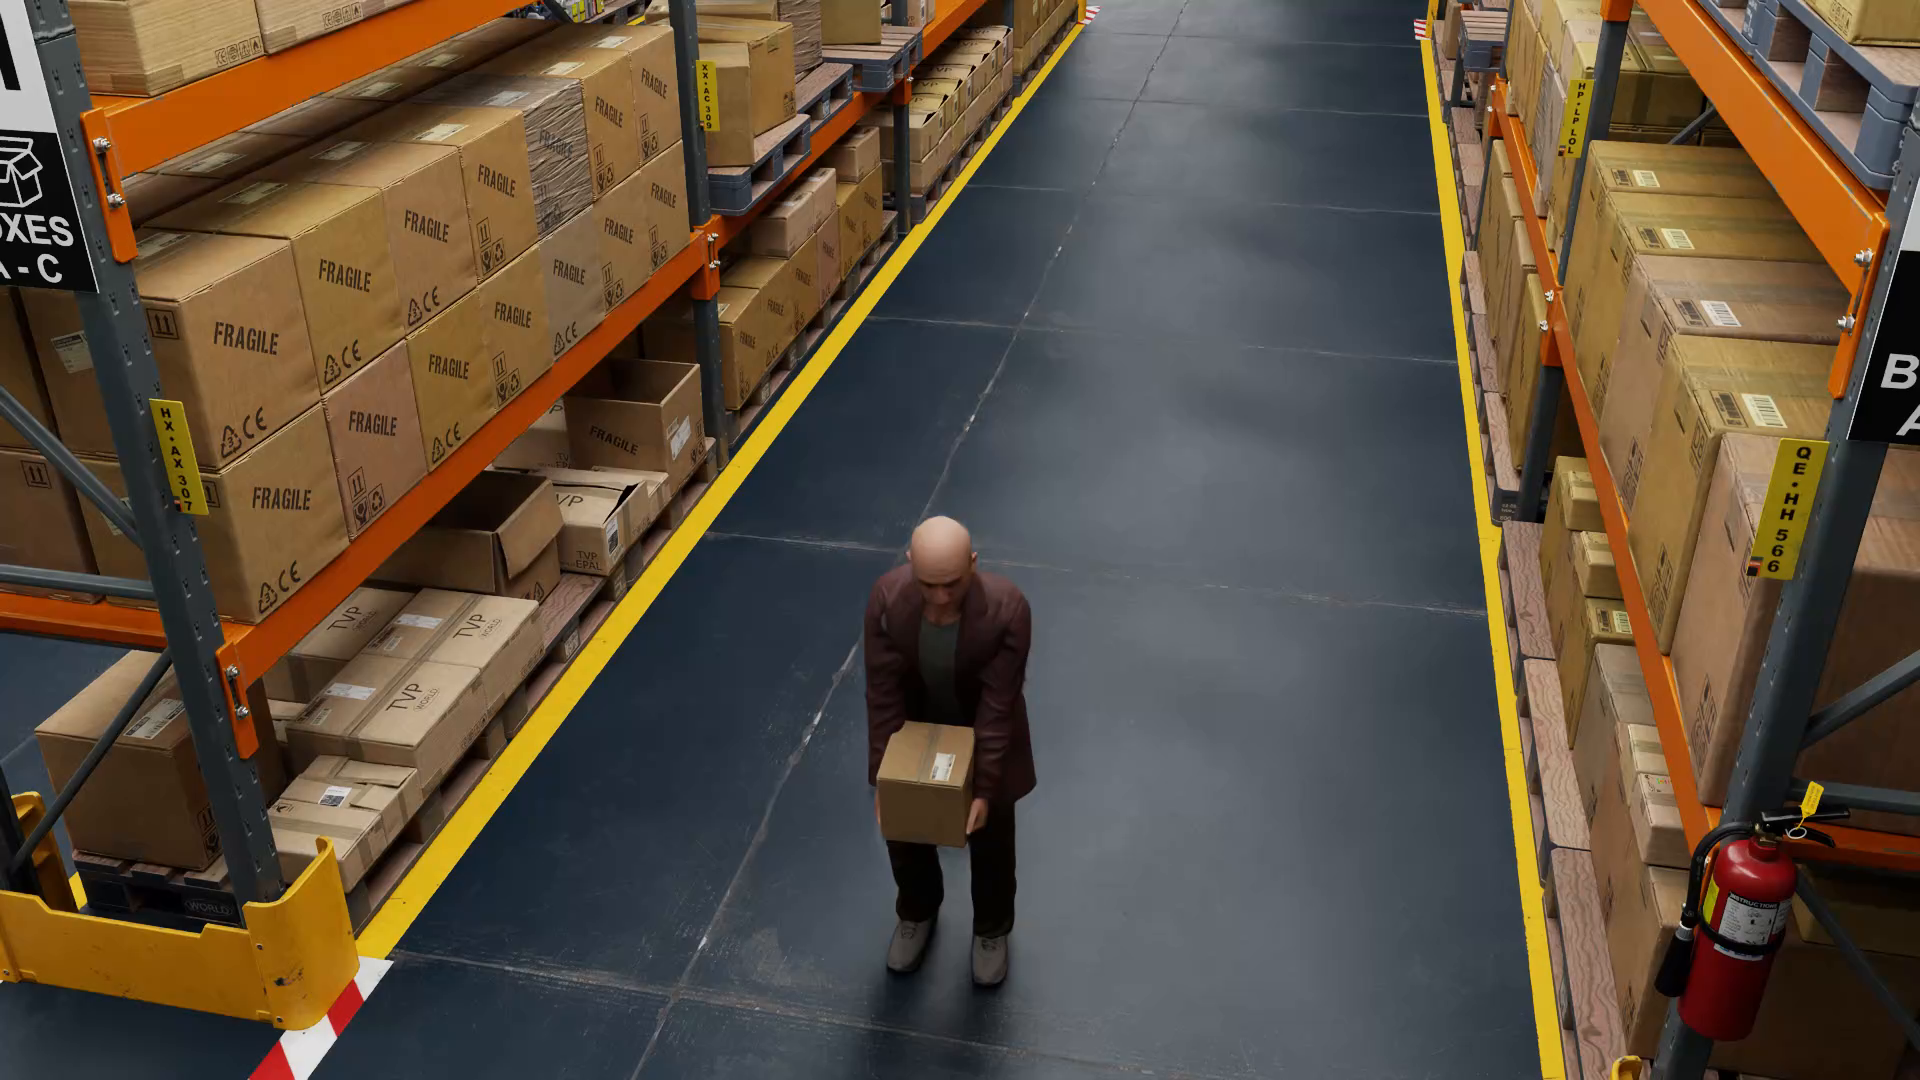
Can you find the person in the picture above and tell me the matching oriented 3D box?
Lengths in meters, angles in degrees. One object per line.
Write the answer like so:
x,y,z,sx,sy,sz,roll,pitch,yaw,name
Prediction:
-0.044,0.634,5.040,0.538,1.717,0.614,5,29,10,person
